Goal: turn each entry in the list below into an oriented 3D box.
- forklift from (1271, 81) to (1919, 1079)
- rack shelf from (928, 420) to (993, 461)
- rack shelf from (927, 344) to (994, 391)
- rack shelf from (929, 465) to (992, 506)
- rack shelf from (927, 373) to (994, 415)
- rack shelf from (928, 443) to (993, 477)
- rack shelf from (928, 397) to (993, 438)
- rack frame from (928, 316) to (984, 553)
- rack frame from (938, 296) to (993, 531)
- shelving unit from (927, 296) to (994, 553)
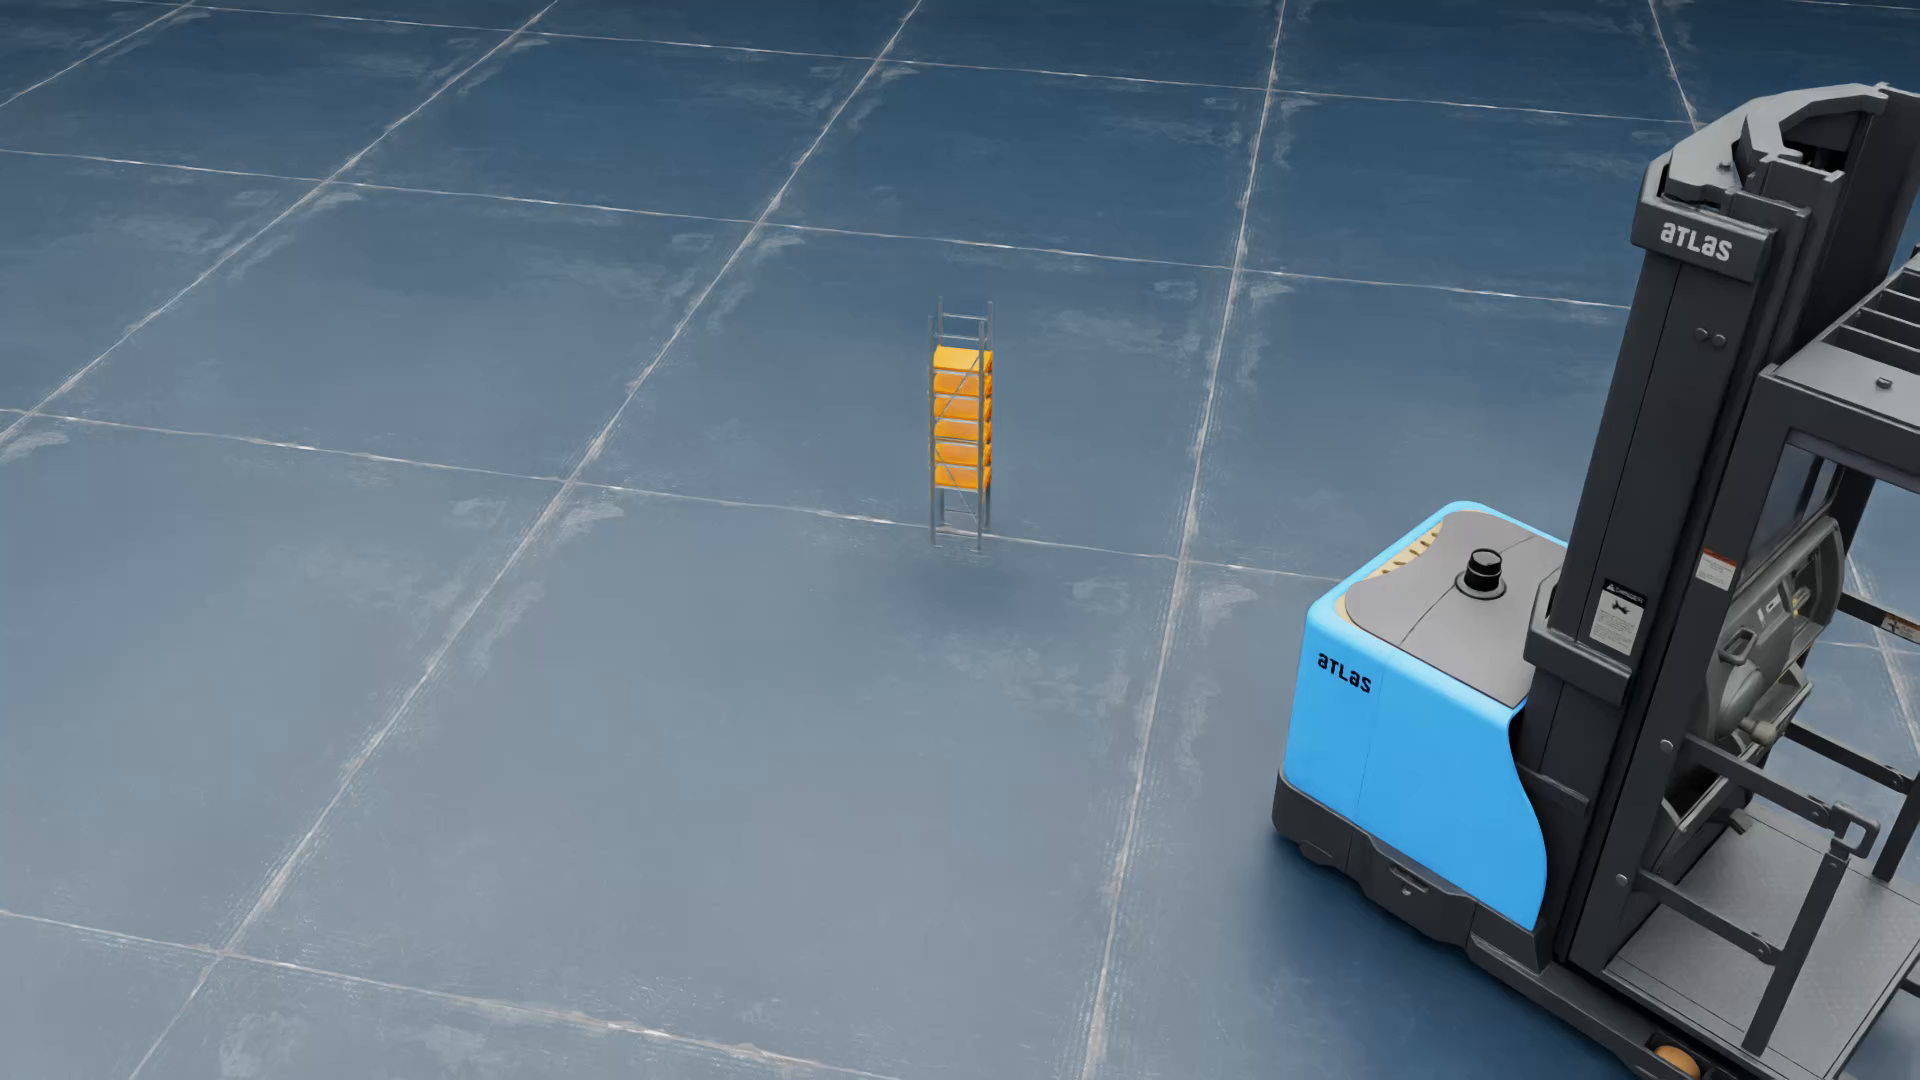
[{"bbox_3d":[2.555,0.327,4.801,1.130,2.935,3.031,-30,46,-35],"label":"forklift"},{"bbox_3d":[0.003,-0.458,7.435,0.258,0.103,0.180,7,37,10],"label":"rack shelf"},{"bbox_3d":[0.003,-0.750,7.224,0.258,0.103,0.180,7,37,10],"label":"rack shelf"},{"bbox_3d":[0.003,-0.264,7.576,0.258,0.103,0.180,7,37,10],"label":"rack shelf"},{"bbox_3d":[0.003,-0.652,7.295,0.258,0.103,0.180,7,37,10],"label":"rack shelf"},{"bbox_3d":[0.003,-0.361,7.506,0.258,0.103,0.180,7,37,10],"label":"rack shelf"},{"bbox_3d":[0.003,-0.555,7.365,0.258,0.103,0.180,7,37,10],"label":"rack shelf"},{"bbox_3d":[-0.016,-0.442,7.337,0.240,1.200,0.006,7,37,10],"label":"rack frame"},{"bbox_3d":[0.023,-0.547,7.482,0.240,1.200,0.006,7,37,10],"label":"rack frame"},{"bbox_3d":[0.003,-0.494,7.409,0.258,1.200,0.189,7,37,10],"label":"shelving unit"}]
